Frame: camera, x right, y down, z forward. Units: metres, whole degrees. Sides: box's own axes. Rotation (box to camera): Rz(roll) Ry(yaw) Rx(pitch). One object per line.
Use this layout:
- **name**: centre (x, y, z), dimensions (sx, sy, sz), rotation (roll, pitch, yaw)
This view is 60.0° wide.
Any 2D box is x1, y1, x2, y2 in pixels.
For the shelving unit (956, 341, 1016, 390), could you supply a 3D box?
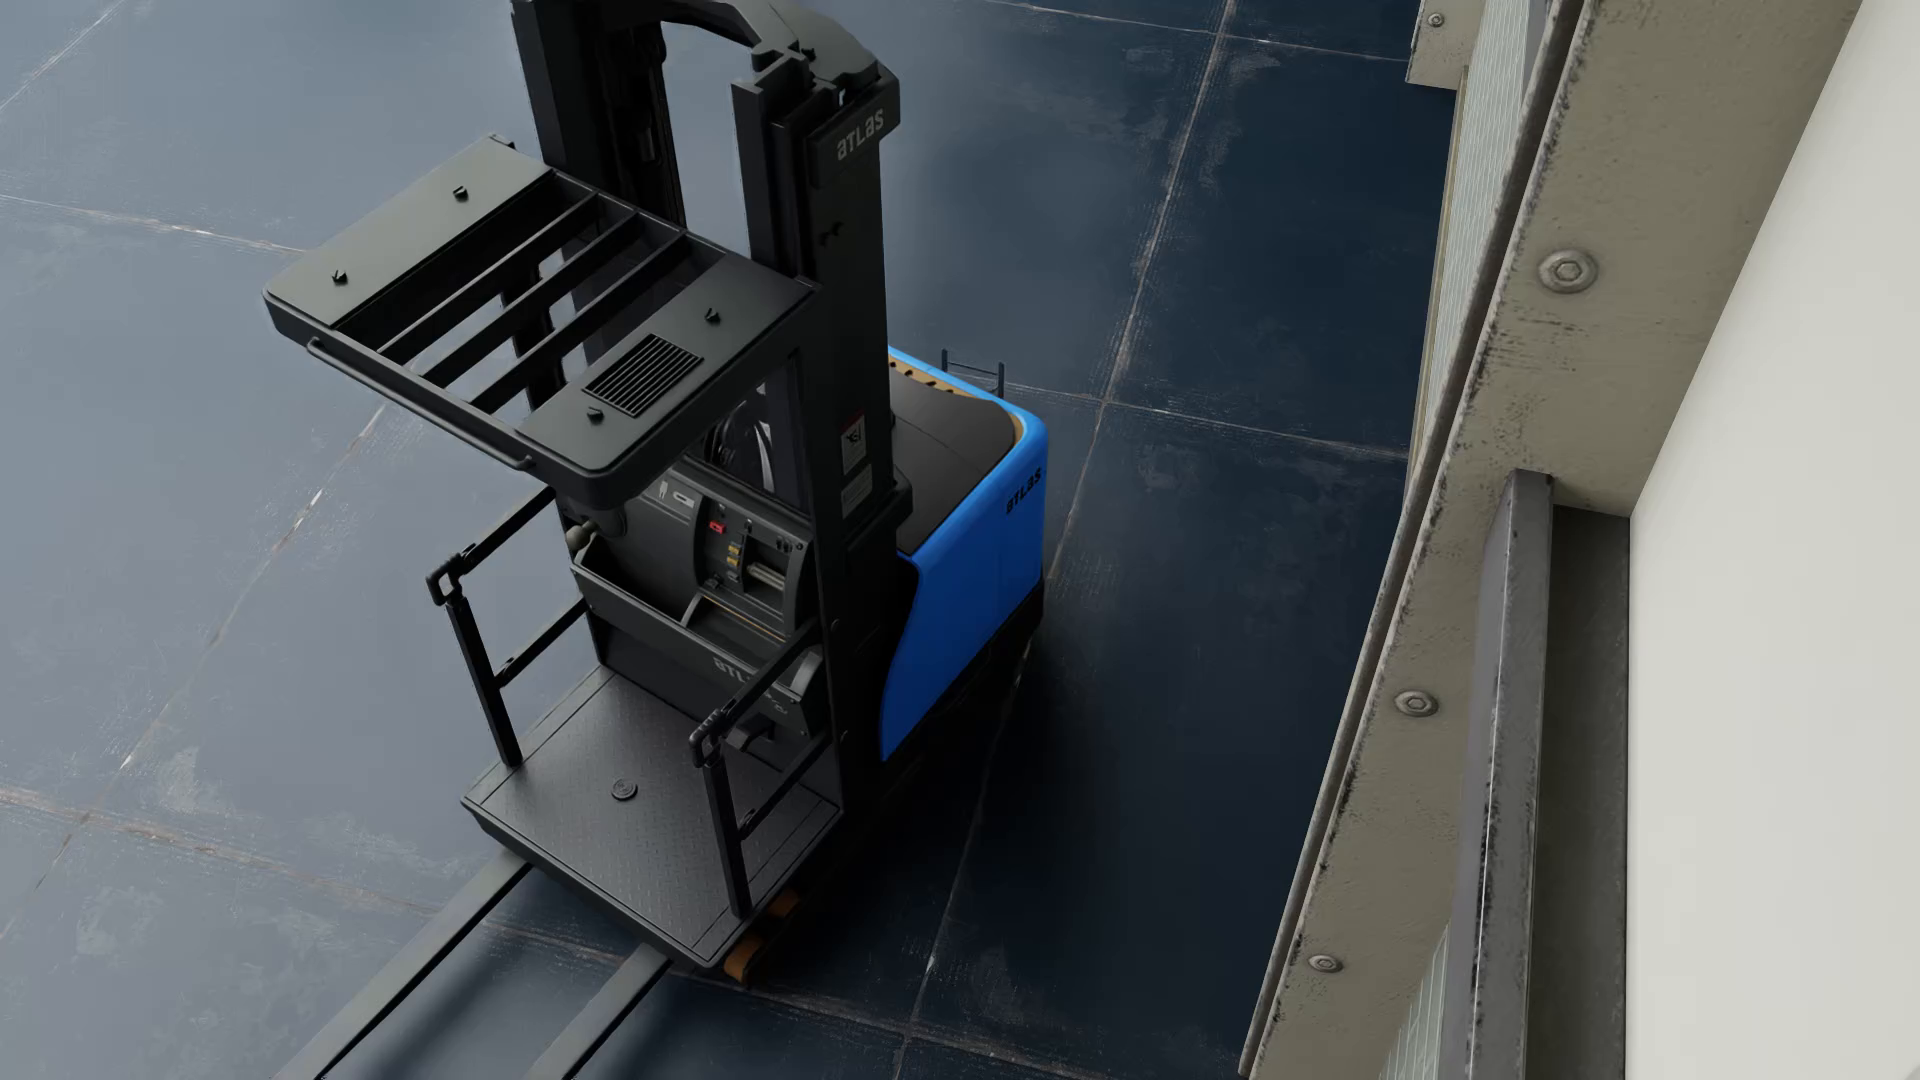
- **shelving unit**: centre (0.046, -0.323, 6.353), dimensions (0.258, 0.900, 0.210), rotation (21, 52, 17)

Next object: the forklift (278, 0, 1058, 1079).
- **forklift**: centre (-0.901, 0.011, 4.704), dimensions (1.130, 2.935, 3.031), rotation (27, 54, 22)

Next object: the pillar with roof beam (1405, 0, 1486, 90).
- **pillar with roof beam**: centre (-1.594, -6.365, 6.285), dimensions (9.100, 9.000, 0.400), rotation (12, 50, 10)

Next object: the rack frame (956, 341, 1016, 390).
- **rack frame**: centre (0.093, -0.391, 6.413), dimensions (0.240, 0.900, 0.006), rotation (21, 52, 17)
